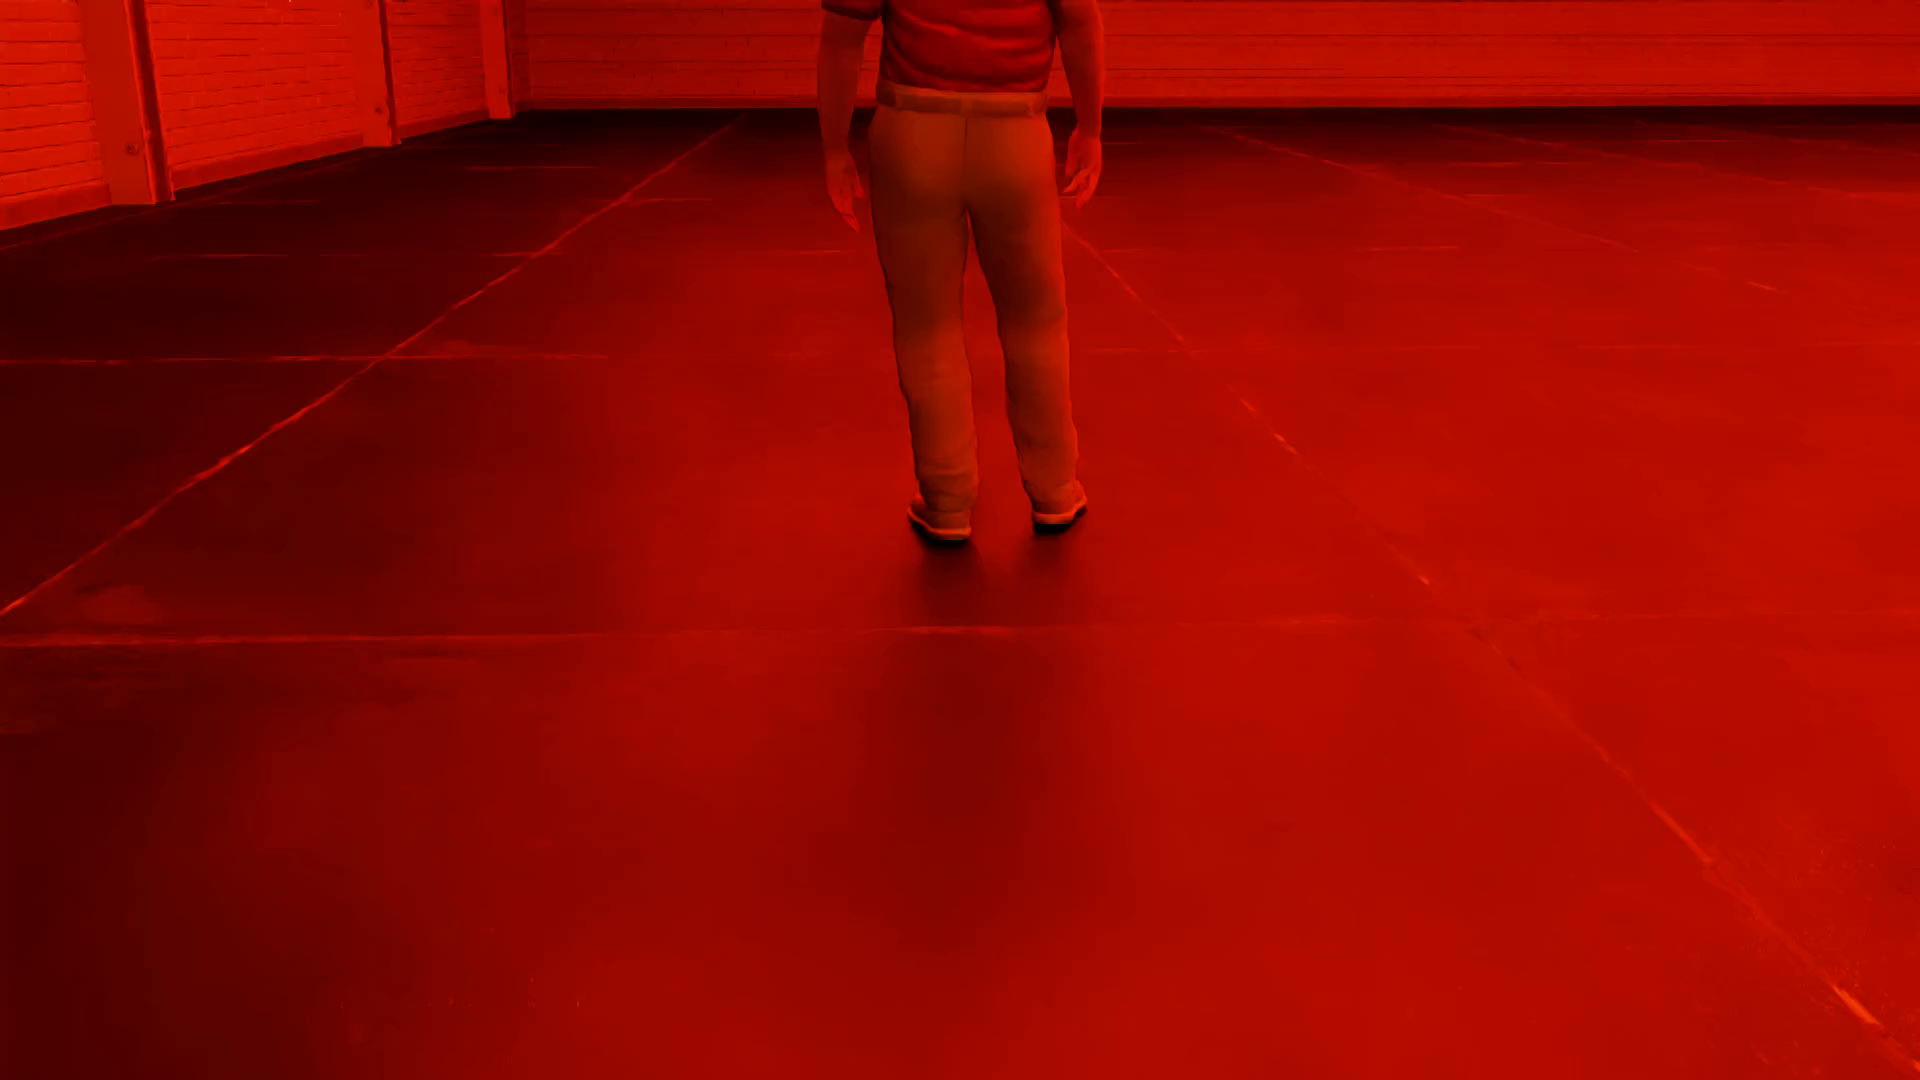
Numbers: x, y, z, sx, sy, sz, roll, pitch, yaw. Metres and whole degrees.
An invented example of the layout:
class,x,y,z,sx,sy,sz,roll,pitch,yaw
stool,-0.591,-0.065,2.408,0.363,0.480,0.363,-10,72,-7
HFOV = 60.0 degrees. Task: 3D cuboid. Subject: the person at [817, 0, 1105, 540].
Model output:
class,x,y,z,sx,sy,sz,roll,pitch,yaw
person,0.007,-0.860,3.749,0.640,1.726,0.550,-1,17,-3
